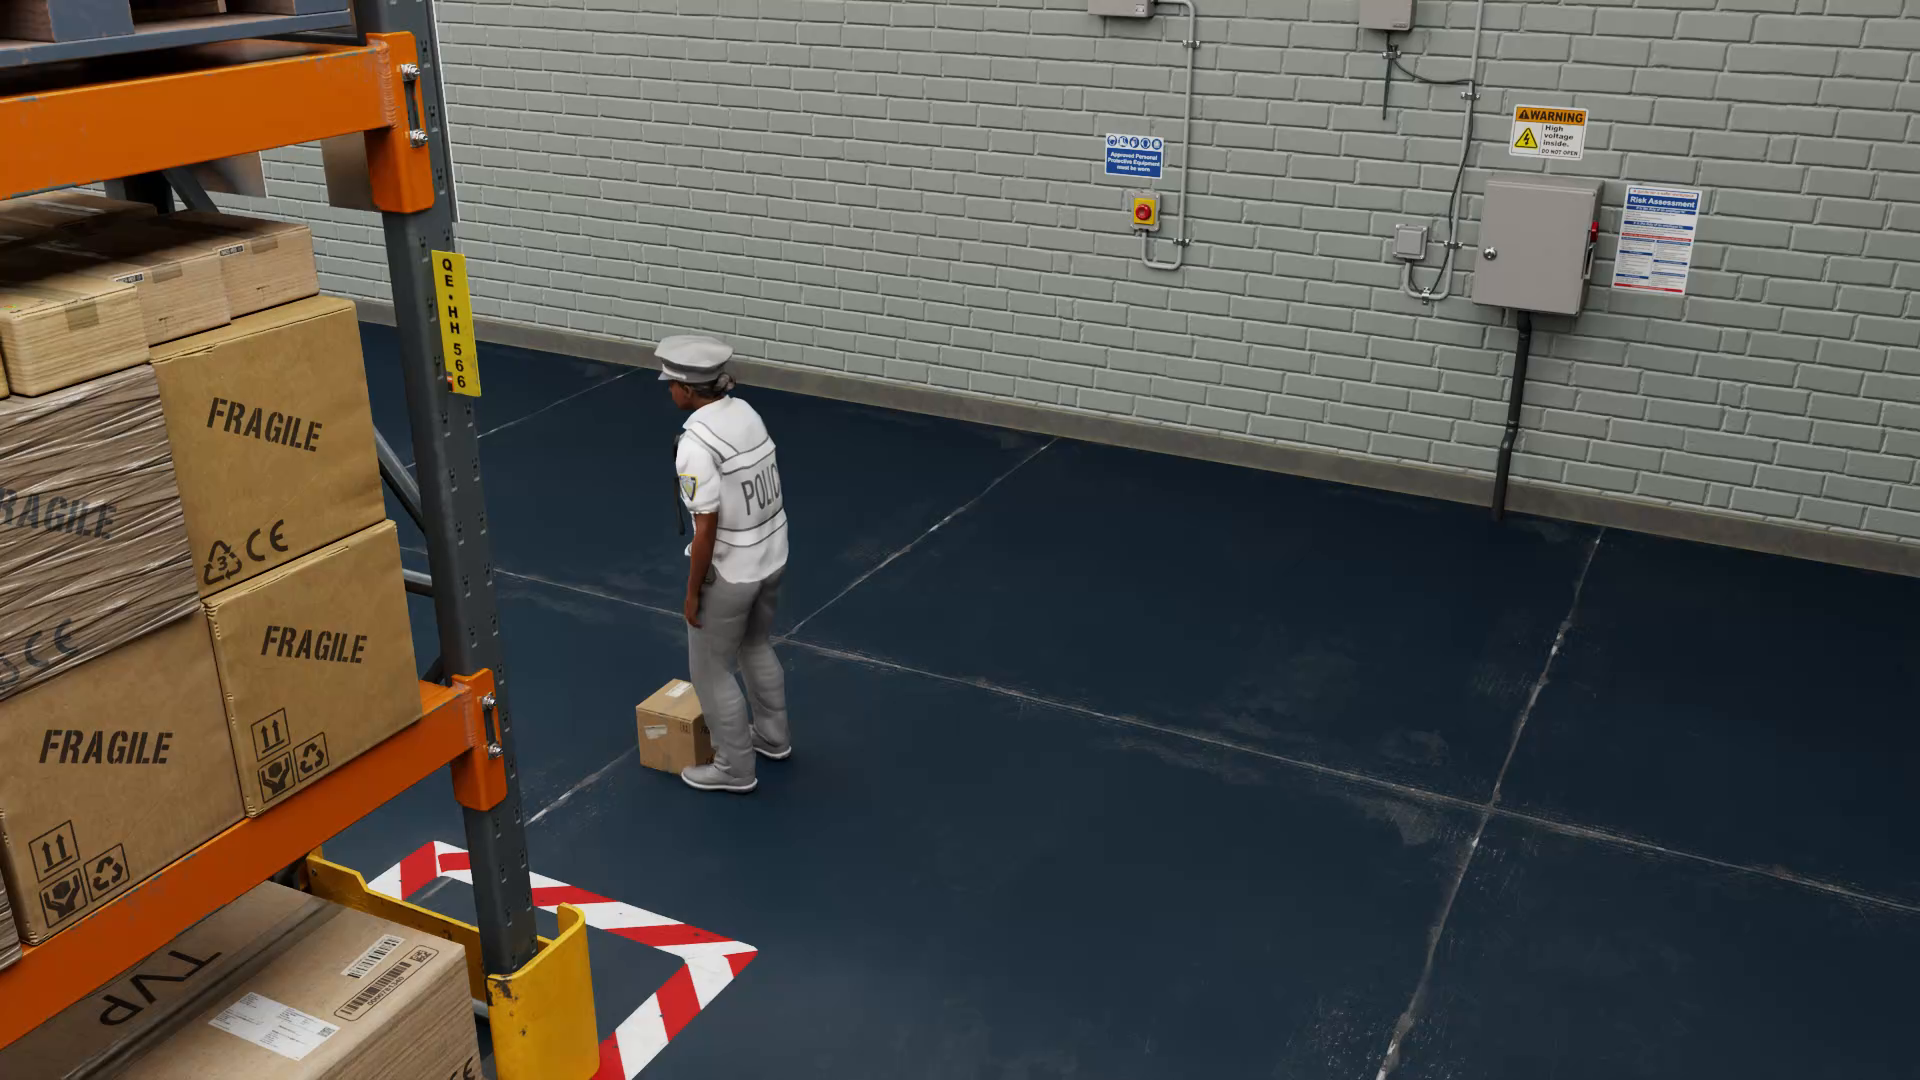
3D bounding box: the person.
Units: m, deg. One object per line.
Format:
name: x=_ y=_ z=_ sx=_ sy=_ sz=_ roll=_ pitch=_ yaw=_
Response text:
person: x=-0.814 y=0.097 z=5.867 sx=0.395 sy=1.658 sz=0.522 roll=10 pitch=25 yaw=22
